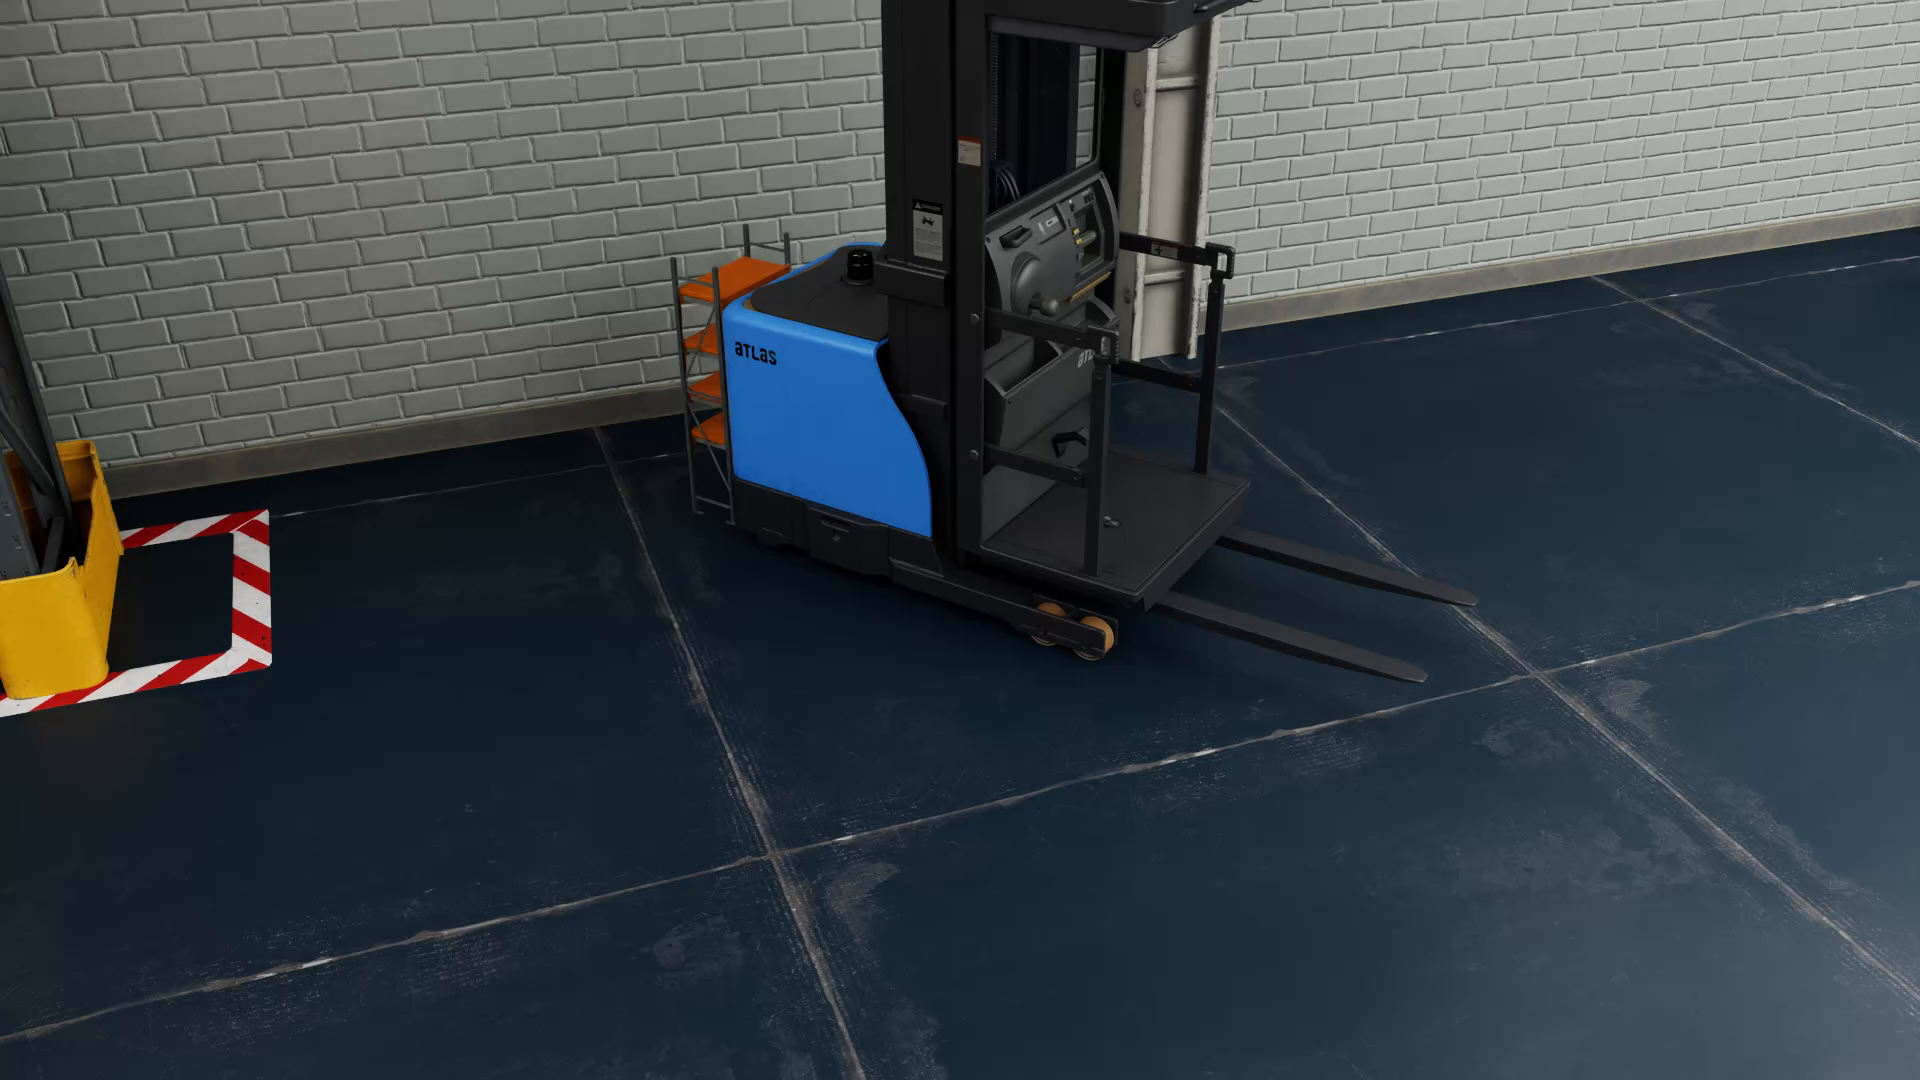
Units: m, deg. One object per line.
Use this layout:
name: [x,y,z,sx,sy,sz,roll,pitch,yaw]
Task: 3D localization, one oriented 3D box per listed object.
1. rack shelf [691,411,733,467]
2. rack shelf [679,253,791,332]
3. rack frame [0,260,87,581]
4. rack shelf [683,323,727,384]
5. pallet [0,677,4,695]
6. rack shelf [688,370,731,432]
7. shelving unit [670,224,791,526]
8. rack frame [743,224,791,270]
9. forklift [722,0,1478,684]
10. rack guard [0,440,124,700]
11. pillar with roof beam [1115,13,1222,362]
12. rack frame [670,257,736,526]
rack shelf: [-0.966,-0.490,7.434,0.258,0.148,0.480,17,34,27]
rack shelf: [-0.966,-1.062,7.108,0.258,0.148,0.480,17,34,27]
rack frame: [-3.617,-0.993,5.962,0.127,3.000,1.000,-10,31,-18]
rack shelf: [-0.966,-0.857,7.225,0.258,0.148,0.480,17,34,27]
pallet: [-4.320,0.370,6.387,1.213,0.211,1.003,-10,31,-18]
rack shelf: [-0.966,-0.662,7.336,0.258,0.148,0.480,17,34,27]
shelving unit: [-0.966,-0.721,7.303,0.258,1.200,0.503,17,34,27]
rack frame: [-0.839,-0.824,7.484,0.240,1.200,0.015,17,34,27]
forklift: [0.536,-1.109,6.235,3.031,2.935,1.130,17,34,27]
rack guard: [-3.595,0.089,6.588,0.348,0.500,1.175,-10,31,-18]
pillar with roof beam: [2.540,-2.936,3.312,0.400,9.000,9.100,-10,31,-18]
rack frame: [-1.093,-0.617,7.122,0.240,1.200,0.015,17,34,27]
